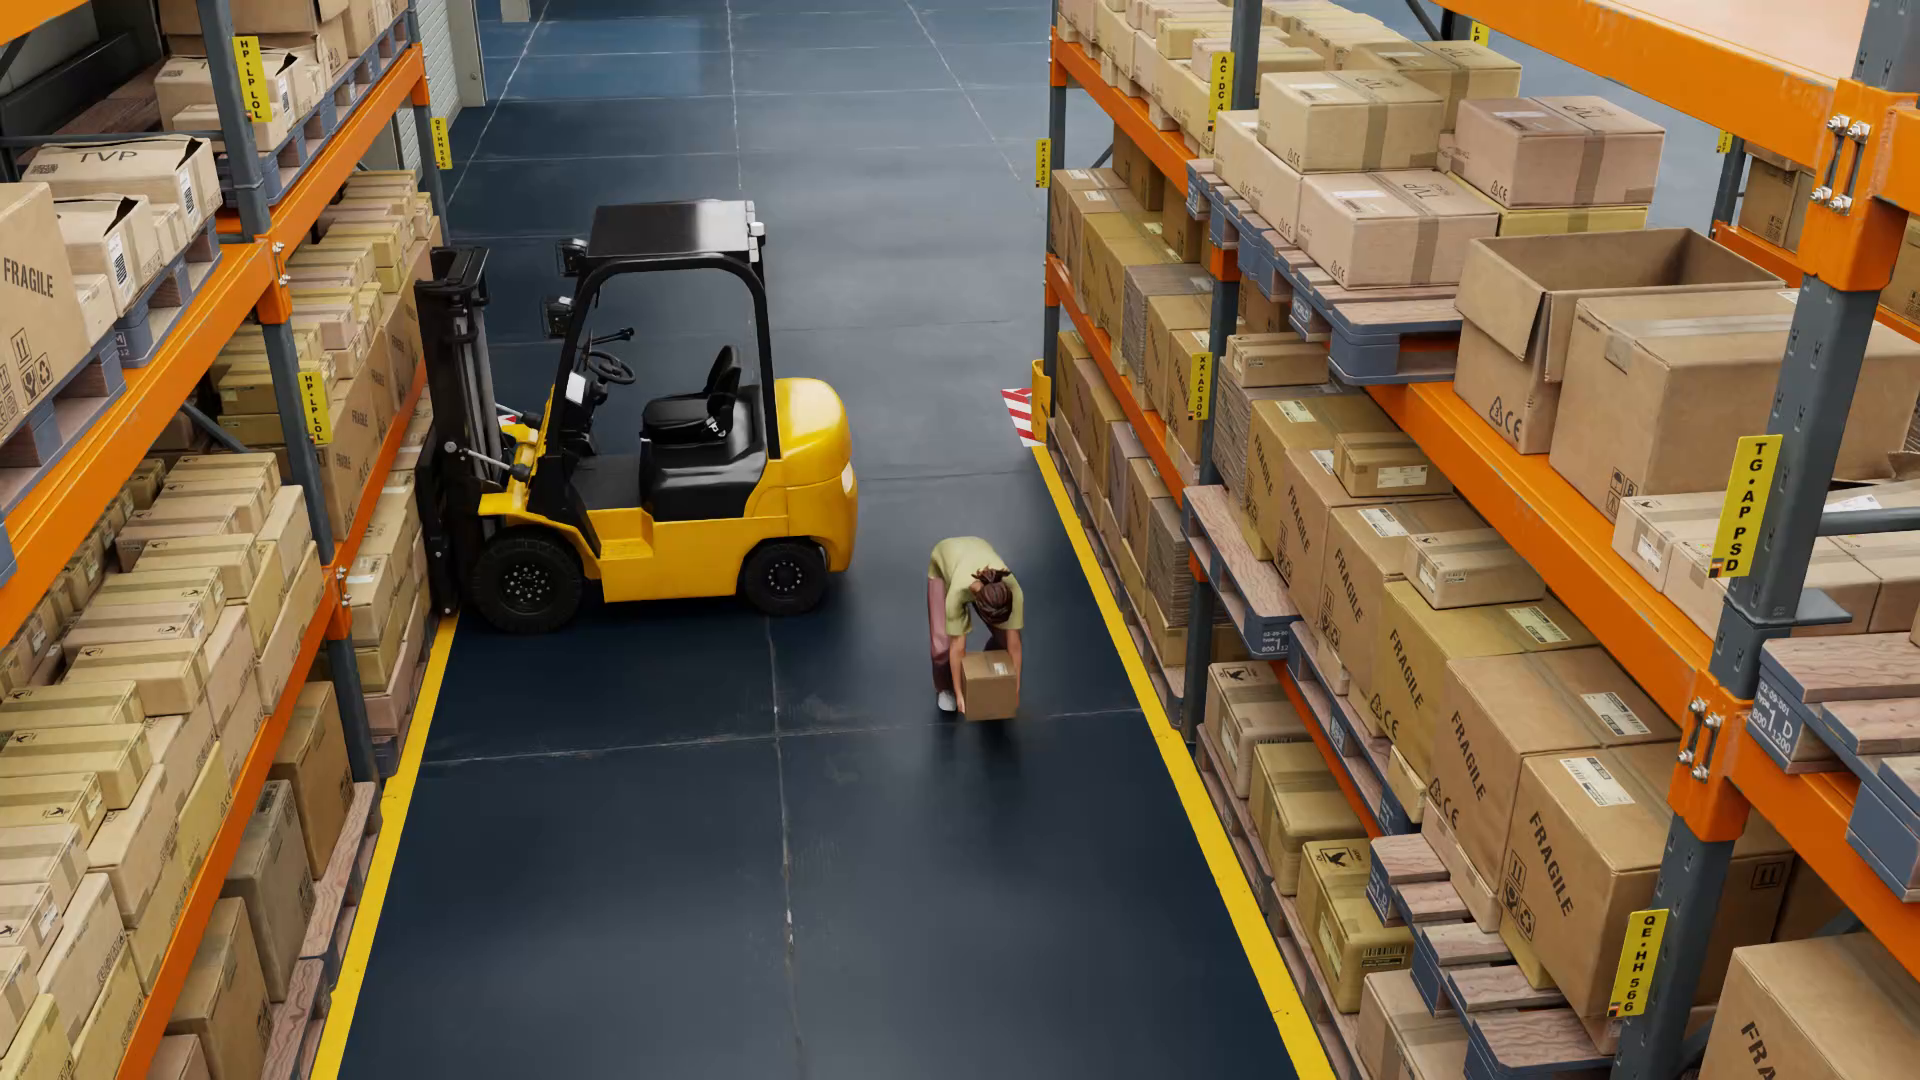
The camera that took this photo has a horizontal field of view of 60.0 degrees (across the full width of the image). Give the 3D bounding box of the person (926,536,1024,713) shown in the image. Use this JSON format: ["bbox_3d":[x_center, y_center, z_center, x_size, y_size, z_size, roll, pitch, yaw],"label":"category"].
[{"bbox_3d":[0.082,0.473,8.453,0.471,0.987,0.868,-6,28,-12],"label":"person"}]
